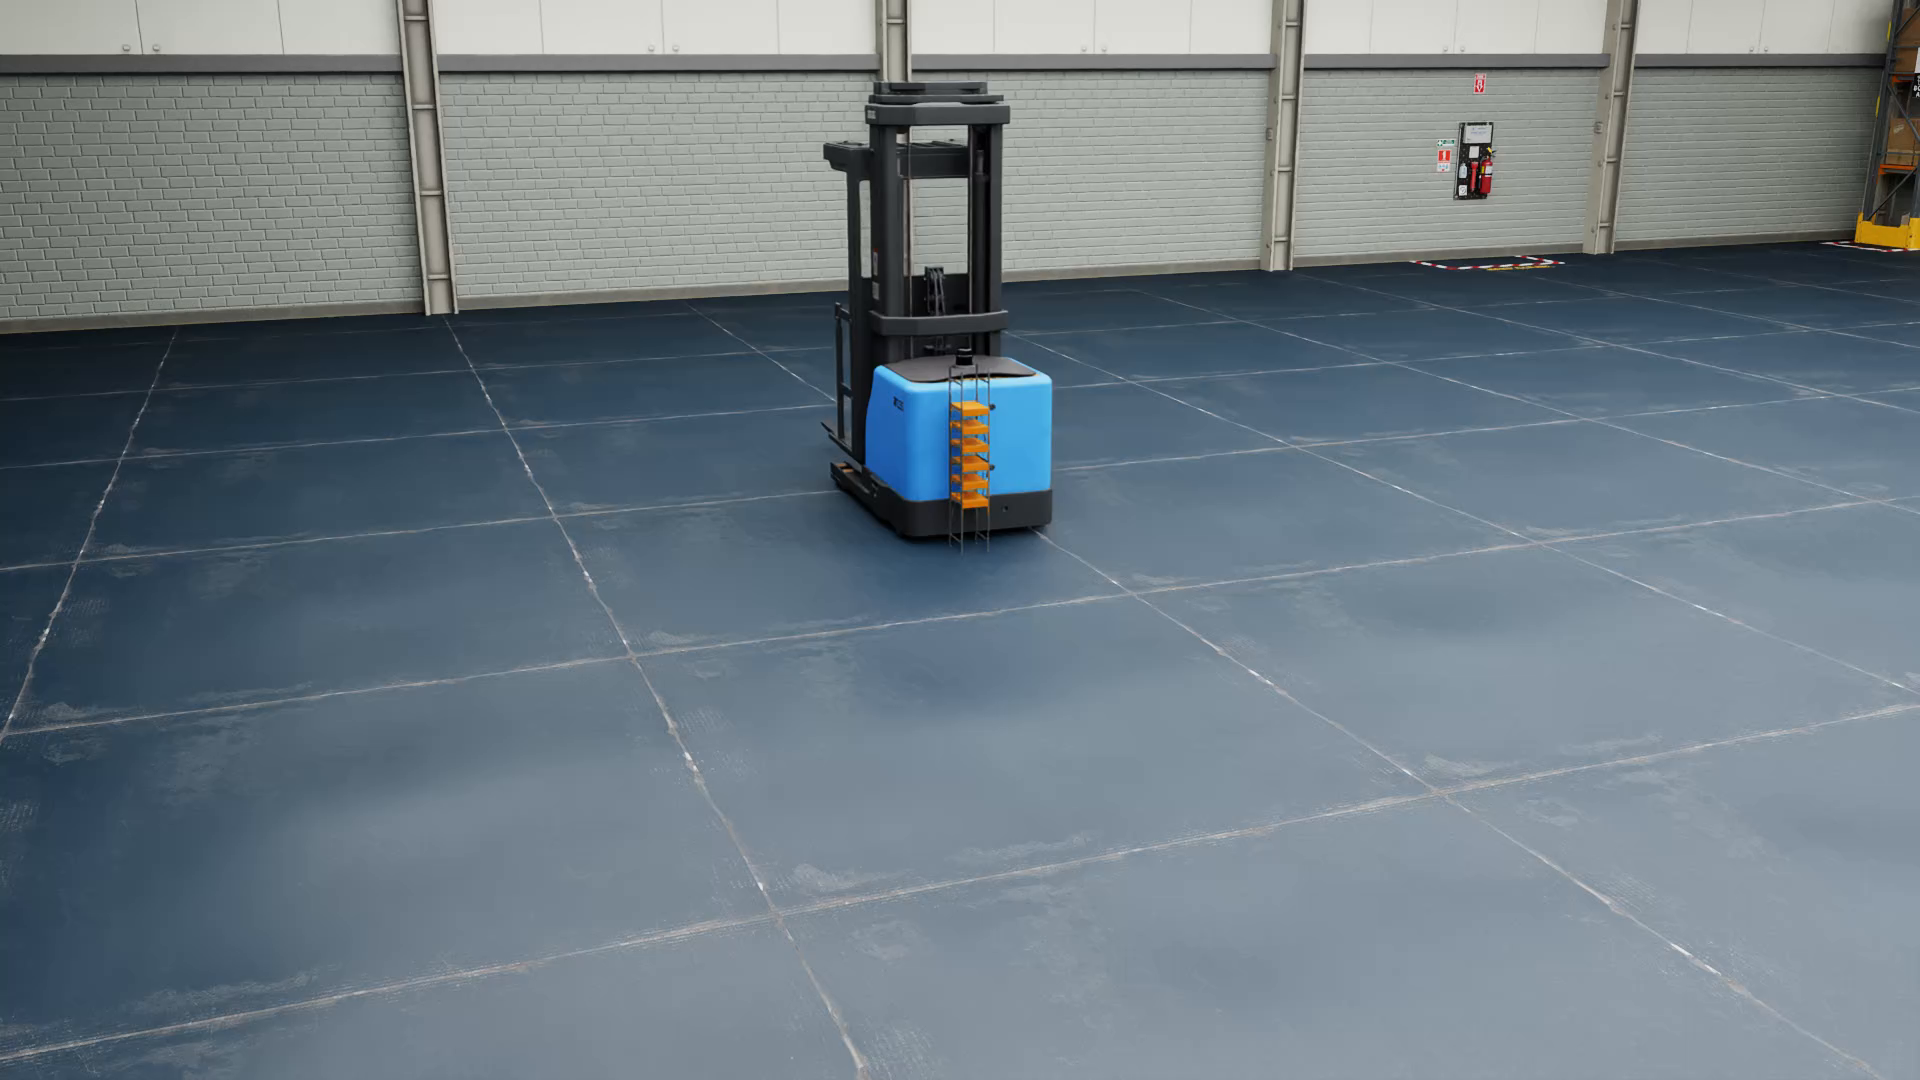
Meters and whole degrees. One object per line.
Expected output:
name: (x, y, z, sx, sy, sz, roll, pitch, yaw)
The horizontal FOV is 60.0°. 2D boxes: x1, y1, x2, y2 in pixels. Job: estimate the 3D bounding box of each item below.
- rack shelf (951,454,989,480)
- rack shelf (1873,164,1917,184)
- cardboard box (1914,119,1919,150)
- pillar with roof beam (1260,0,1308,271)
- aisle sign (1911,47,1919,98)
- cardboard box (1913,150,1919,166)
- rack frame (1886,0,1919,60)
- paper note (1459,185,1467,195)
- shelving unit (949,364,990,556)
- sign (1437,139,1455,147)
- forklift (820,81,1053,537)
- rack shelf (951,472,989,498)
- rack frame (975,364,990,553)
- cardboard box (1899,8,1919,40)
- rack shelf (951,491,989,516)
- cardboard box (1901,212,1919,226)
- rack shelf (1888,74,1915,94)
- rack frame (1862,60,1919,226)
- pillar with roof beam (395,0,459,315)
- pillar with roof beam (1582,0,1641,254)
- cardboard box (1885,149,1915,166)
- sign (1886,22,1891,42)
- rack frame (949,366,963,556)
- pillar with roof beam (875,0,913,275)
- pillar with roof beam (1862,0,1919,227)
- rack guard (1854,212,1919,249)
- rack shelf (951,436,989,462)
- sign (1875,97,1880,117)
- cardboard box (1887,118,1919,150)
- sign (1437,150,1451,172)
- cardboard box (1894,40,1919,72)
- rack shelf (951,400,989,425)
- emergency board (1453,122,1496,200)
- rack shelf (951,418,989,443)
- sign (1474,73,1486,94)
rack shelf: (0.058, -0.472, 10.734, 0.180, 0.103, 0.258, -6, 17, -19)
rack shelf: (17.455, -6.258, 28.361, 4.000, 0.370, 1.077, -6, 17, -20)
cardboard box: (16.141, -6.668, 27.380, 0.500, 0.500, 0.500, -6, 17, -20)
pillar with roof beam: (6.267, -7.235, 19.766, 0.400, 9.000, 9.100, -6, 17, -20)
aisle sign: (15.628, -7.562, 26.913, 0.004, 0.787, 0.394, -6, 17, -20)
cardboard box: (16.157, -6.305, 27.474, 0.500, 0.250, 0.500, -7, 18, -22)
rack frame: (15.587, -9.280, 26.728, 0.127, 3.000, 1.000, -6, 17, -20)
paper note: (7.818, -5.433, 25.839, 0.142, 0.148, 0.016, -6, 17, -20)
shelving unit: (0.058, -0.515, 10.722, 0.189, 1.200, 0.258, -6, 17, -19)
sign: (7.462, -6.096, 25.530, 0.331, 0.109, 0.001, -6, 17, -20)
forklift: (-0.333, -1.802, 12.032, 1.130, 2.935, 3.031, -6, 17, -18)
rack shelf: (0.058, -0.357, 10.768, 0.180, 0.103, 0.258, -6, 17, -19)
rack frame: (0.144, -0.524, 10.752, 0.006, 1.200, 0.240, -6, 17, -19)
cardboard box: (15.897, -8.490, 27.375, 0.500, 0.500, 0.500, -5, 17, -18)
rack shelf: (0.058, -0.242, 10.802, 0.180, 0.103, 0.258, -6, 17, -19)
cardboard box: (16.266, -5.368, 28.047, 0.500, 0.311, 0.500, -8, 18, -26)
rack shelf: (17.455, -7.697, 27.938, 4.000, 0.370, 1.077, -6, 17, -20)
rack frame: (15.587, -6.401, 27.573, 0.127, 3.000, 1.000, -6, 17, -20)
pillar with roof beam: (-4.939, -6.025, 15.646, 0.400, 9.000, 9.100, -6, 17, -20)
pillar with roof beam: (11.869, -7.840, 21.826, 0.400, 9.000, 9.100, -6, 17, -20)
cardboard box: (15.955, -6.437, 27.925, 0.500, 0.250, 0.500, -6, 17, -19)
sign: (15.408, -8.413, 27.530, 0.005, 0.325, 0.100, -6, 17, -20)
rack frame: (-0.027, -0.506, 10.692, 0.006, 1.200, 0.240, -6, 17, -19)
pillar with roof beam: (0.664, -6.630, 17.706, 0.400, 9.000, 9.100, -6, 17, -20)
pillar with roof beam: (17.472, -8.445, 23.886, 0.400, 9.000, 9.100, -6, 17, -20)
rack guard: (15.658, -5.210, 27.951, 0.348, 0.500, 1.175, -6, 17, -20)
rack shelf: (0.058, -0.587, 10.701, 0.180, 0.103, 0.258, -6, 17, -19)
sign: (15.408, -7.256, 27.869, 0.005, 0.325, 0.100, -6, 17, -20)
cardboard box: (15.952, -6.802, 27.838, 0.500, 0.500, 0.500, -6, 18, -21)
sign: (7.454, -5.844, 25.611, 0.234, 0.329, 0.001, -6, 17, -20)
cardboard box: (15.887, -8.007, 27.503, 0.500, 0.500, 0.500, -5, 17, -16)
rack shelf: (0.058, -0.818, 10.633, 0.180, 0.103, 0.258, -6, 17, -19)
emergency board: (8.008, -5.855, 25.714, 0.643, 1.169, 0.194, -6, 17, -20)
rack shelf: (0.058, -0.702, 10.667, 0.180, 0.103, 0.258, -6, 17, -19)
sign: (7.964, -6.993, 25.474, 0.199, 0.298, 0.001, -6, 17, -20)
